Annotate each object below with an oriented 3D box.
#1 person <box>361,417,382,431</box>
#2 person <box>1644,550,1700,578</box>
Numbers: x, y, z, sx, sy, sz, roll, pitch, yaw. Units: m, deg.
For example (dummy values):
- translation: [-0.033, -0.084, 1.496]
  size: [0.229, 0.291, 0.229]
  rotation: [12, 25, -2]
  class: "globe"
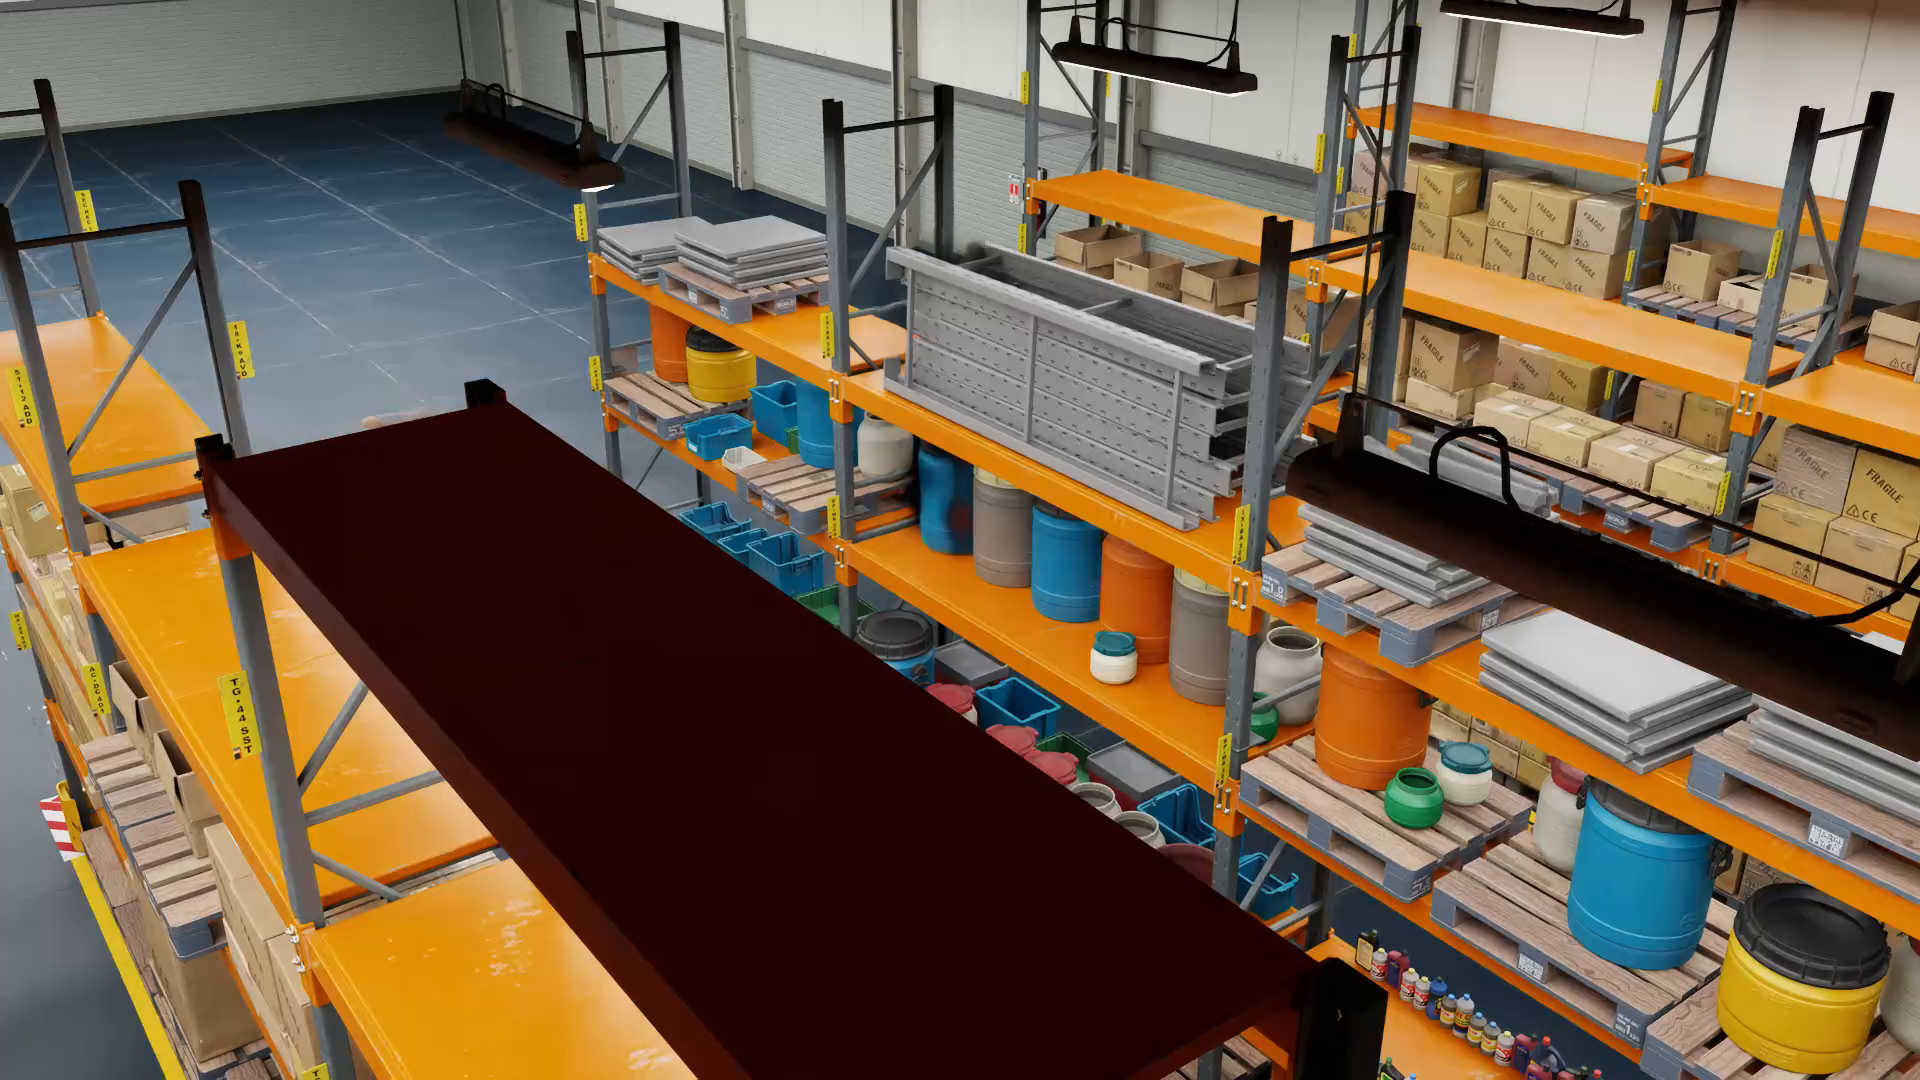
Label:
- translation: [-6.069, -0.536, 18.090]
  size: [0.573, 1.733, 0.750]
  rotation: [9, 26, 19]
  class: "person"
- translation: [7.163, 0.267, 16.561]
  size: [0.705, 1.562, 0.604]
  rotation: [13, 28, 26]
  class: "person"
